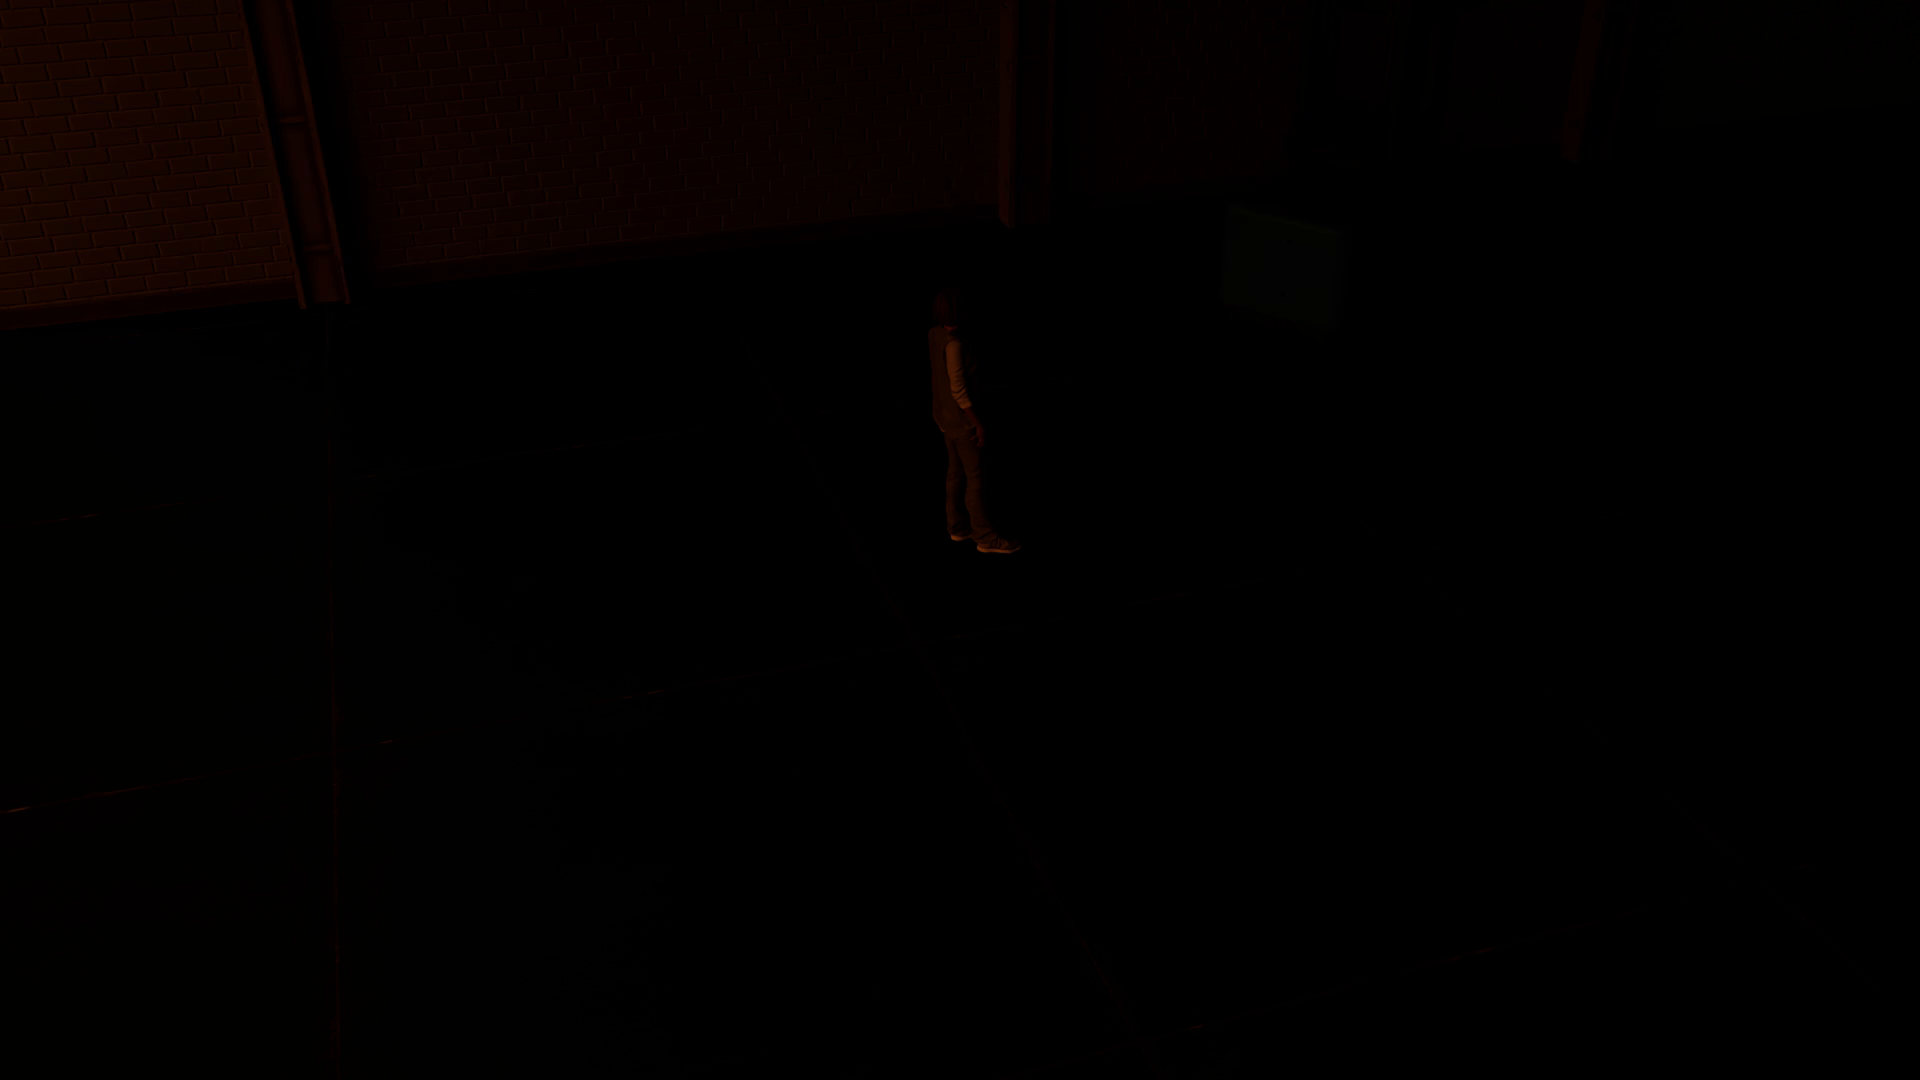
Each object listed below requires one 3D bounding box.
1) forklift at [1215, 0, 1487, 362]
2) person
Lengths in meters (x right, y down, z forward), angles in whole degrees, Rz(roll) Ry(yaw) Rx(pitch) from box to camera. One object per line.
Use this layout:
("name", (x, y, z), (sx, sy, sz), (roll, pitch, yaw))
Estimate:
("forklift", (3.254, -3.234, 12.708), (1.130, 2.935, 3.031), (22, 36, 33))
("person", (0.075, -0.694, 9.639), (0.473, 1.576, 0.520), (-10, 31, -16))
